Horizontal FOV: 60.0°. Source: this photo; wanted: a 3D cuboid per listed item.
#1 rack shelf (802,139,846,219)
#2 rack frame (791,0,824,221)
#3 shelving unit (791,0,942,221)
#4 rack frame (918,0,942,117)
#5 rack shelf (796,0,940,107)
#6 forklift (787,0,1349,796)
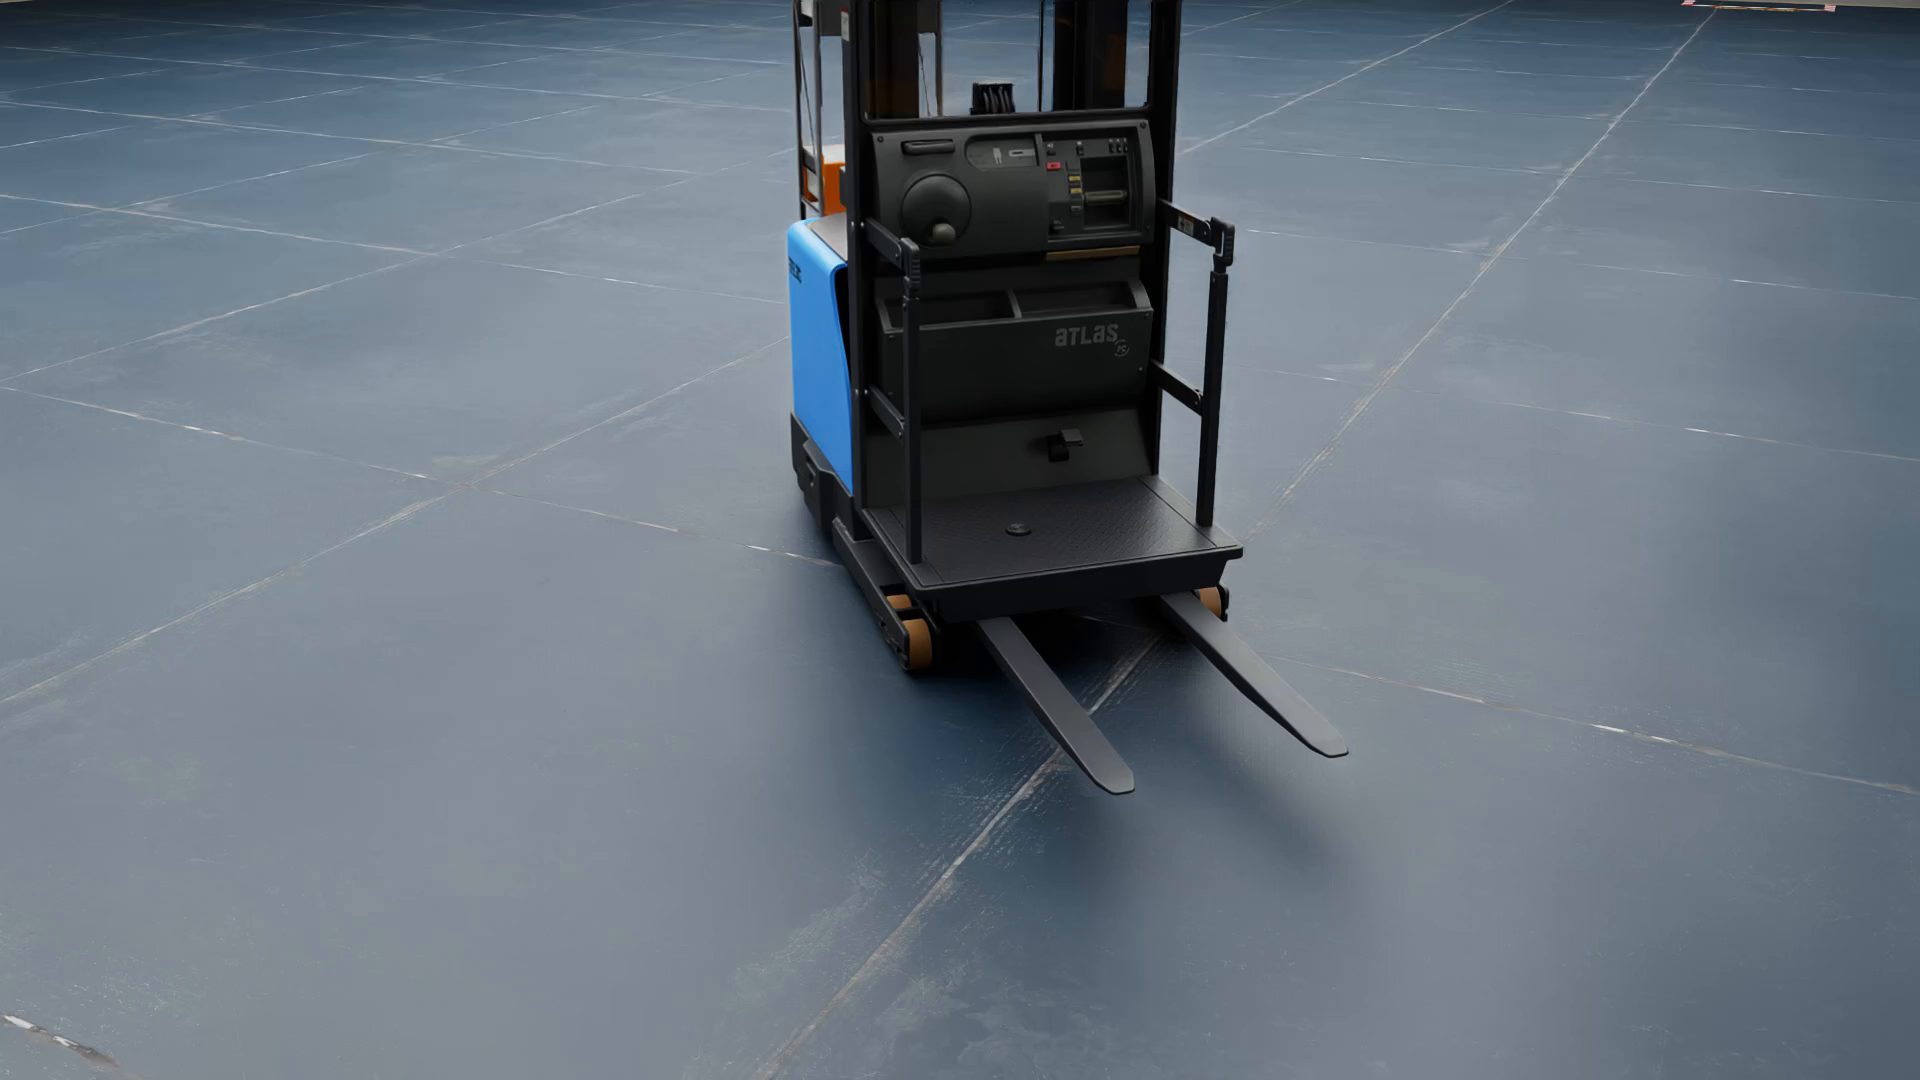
[{"bbox_3d":[-0.369,-1.362,6.803,0.480,0.518,0.431,-7,24,-16],"label":"rack shelf"},{"bbox_3d":[-0.602,-1.346,6.730,0.015,2.100,0.400,-7,24,-16],"label":"rack frame"},{"bbox_3d":[-0.369,-1.374,6.798,0.503,2.100,0.431,-7,24,-16],"label":"shelving unit"},{"bbox_3d":[-0.137,-1.403,6.865,0.015,2.100,0.400,-7,24,-16],"label":"rack frame"},{"bbox_3d":[-0.370,-2.006,6.530,0.480,0.518,0.431,-7,24,-16],"label":"rack shelf"},{"bbox_3d":[0.247,-1.109,5.114,1.130,2.935,3.031,-7,24,-16],"label":"forklift"}]
